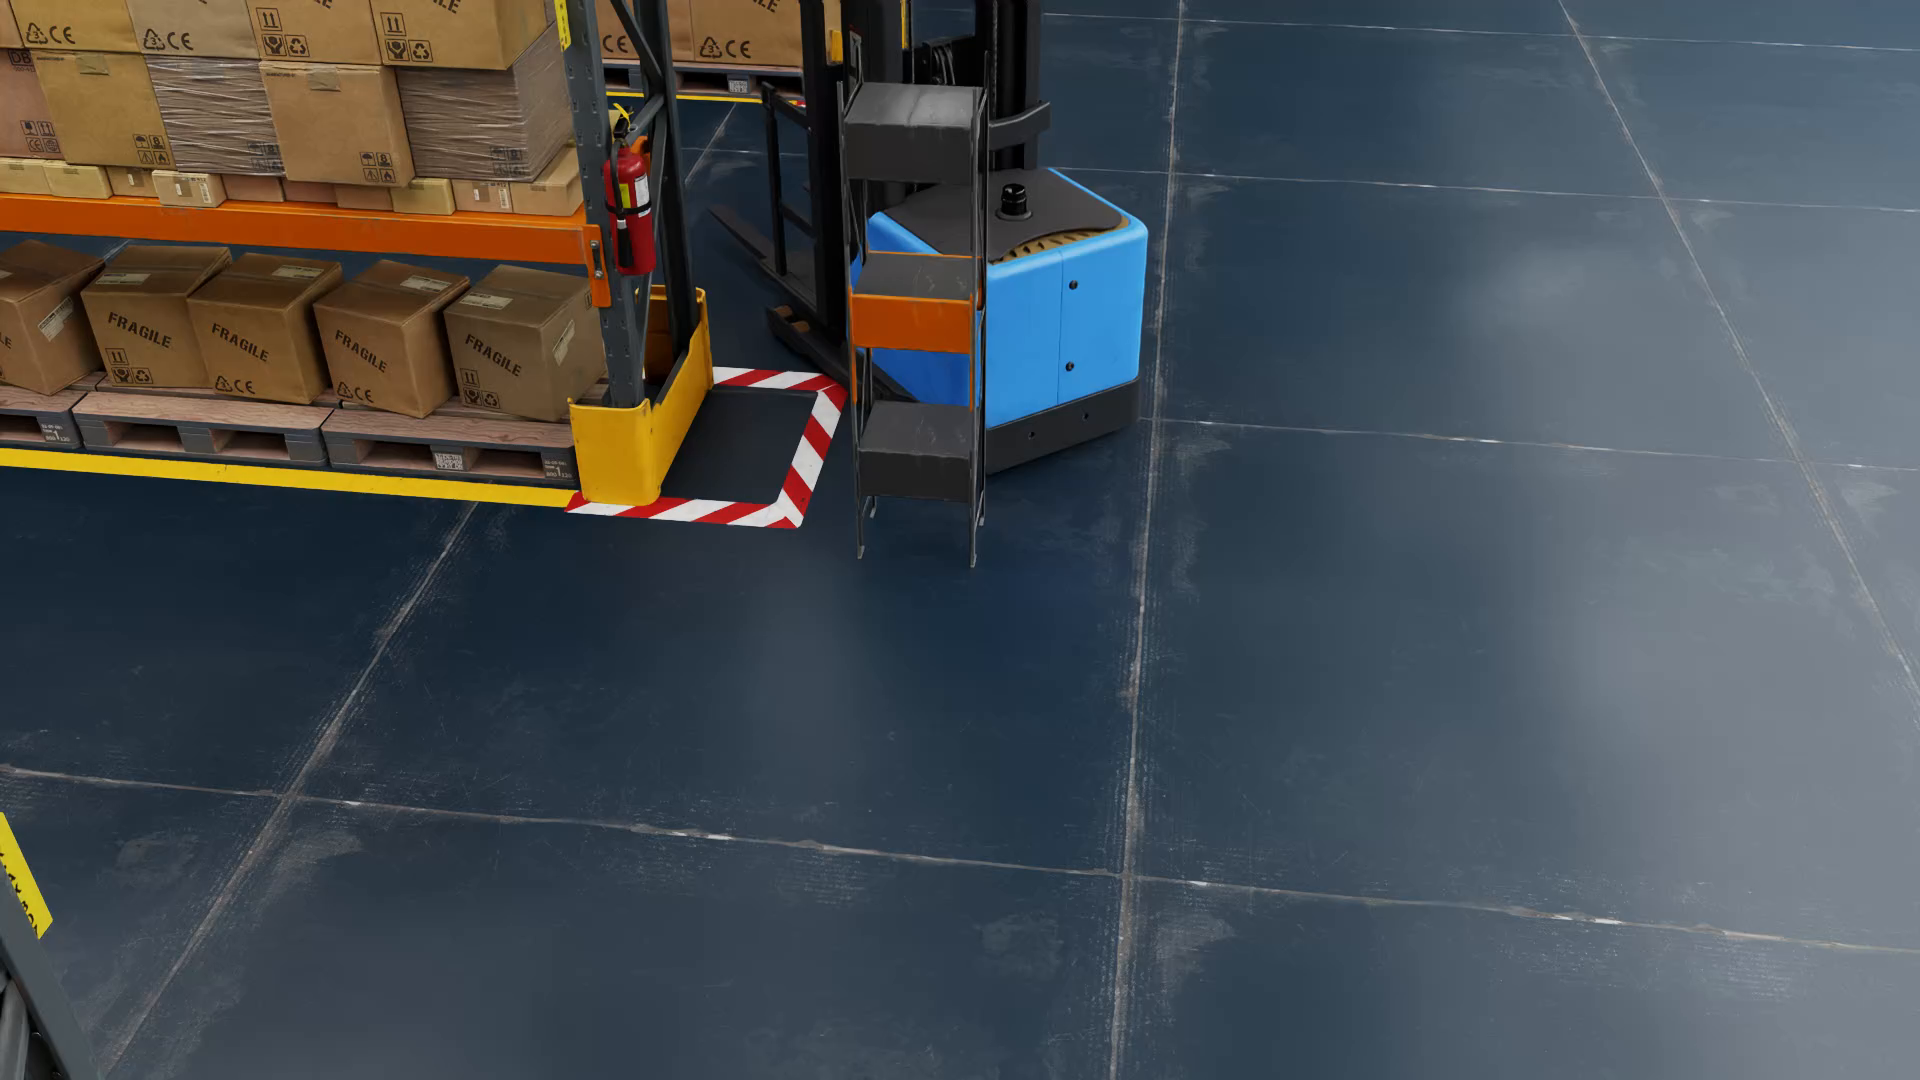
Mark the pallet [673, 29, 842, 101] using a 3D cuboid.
[{"bbox_3d":[-1.468,-3.442,11.891,1.213,0.211,1.003,4,36,6],"label":"pallet"}]

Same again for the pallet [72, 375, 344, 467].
[{"bbox_3d":[-3.481,-0.755,8.126,1.213,0.211,1.003,4,36,6],"label":"pallet"}]

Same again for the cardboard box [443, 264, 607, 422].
[{"bbox_3d":[-2.014,-0.922,7.749,0.500,0.500,0.500,11,37,15],"label":"cardboard box"}]

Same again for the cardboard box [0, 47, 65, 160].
[{"bbox_3d":[-3.926,-2.065,7.219,0.500,0.500,0.875,4,36,6],"label":"cardboard box"}]

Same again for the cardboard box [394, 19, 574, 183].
[{"bbox_3d":[-1.939,-1.930,7.031,0.500,0.500,0.875,4,36,6],"label":"cardboard box"}]

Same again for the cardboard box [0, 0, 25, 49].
[{"bbox_3d":[-3.959,-2.324,6.721,0.500,0.500,0.500,4,36,6],"label":"cardboard box"}]

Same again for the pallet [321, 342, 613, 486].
[{"bbox_3d":[-2.274,-0.663,7.998,1.213,0.211,1.003,4,36,6],"label":"pallet"}]

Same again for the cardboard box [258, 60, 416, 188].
[{"bbox_3d":[-2.450,-1.898,6.986,0.500,0.500,0.875,4,36,6],"label":"cardboard box"}]

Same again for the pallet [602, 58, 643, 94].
[{"bbox_3d":[-2.675,-3.533,12.019,1.213,0.211,1.003,4,36,6],"label":"pallet"}]

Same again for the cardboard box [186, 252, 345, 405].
[{"bbox_3d":[-3.230,-1.003,7.864,0.500,0.500,0.500,7,36,10],"label":"cardboard box"}]

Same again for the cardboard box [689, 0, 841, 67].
[{"bbox_3d":[-1.346,-3.881,11.573,0.875,0.875,0.875,4,36,6],"label":"cardboard box"}]

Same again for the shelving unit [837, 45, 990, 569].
[{"bbox_3d":[-0.164,-0.867,6.657,0.503,2.100,0.431,4,36,6],"label":"shelving unit"}]

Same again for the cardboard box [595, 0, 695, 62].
[{"bbox_3d":[-2.219,-3.945,11.663,0.875,0.875,0.875,4,36,5],"label":"cardboard box"}]

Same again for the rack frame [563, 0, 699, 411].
[{"bbox_3d":[-1.397,-1.712,7.067,0.127,3.000,1.000,4,36,6],"label":"rack frame"}]

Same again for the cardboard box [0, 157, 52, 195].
[{"bbox_3d":[-3.947,-1.638,7.180,0.250,0.149,0.380,4,36,6],"label":"cardboard box"}]

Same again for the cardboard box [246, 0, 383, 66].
[{"bbox_3d":[-2.471,-2.213,6.566,0.500,0.500,0.500,4,36,6],"label":"cardboard box"}]

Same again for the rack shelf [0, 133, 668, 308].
[{"bbox_3d":[-3.381,-1.567,7.483,4.000,0.370,1.077,4,36,6],"label":"rack shelf"}]

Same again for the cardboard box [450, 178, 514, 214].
[{"bbox_3d":[-1.954,-1.531,7.029,0.250,0.149,0.380,4,36,6],"label":"cardboard box"}]

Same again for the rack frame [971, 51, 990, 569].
[{"bbox_3d":[0.078,-0.849,6.632,0.015,2.100,0.400,4,36,6],"label":"rack frame"}]

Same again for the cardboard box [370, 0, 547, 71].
[{"bbox_3d":[-1.974,-2.179,6.519,0.500,0.500,0.500,4,36,6],"label":"cardboard box"}]

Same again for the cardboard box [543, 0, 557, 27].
[{"bbox_3d":[-1.908,-2.479,6.938,0.500,0.500,0.500,4,36,6],"label":"cardboard box"}]

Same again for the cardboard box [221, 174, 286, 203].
[{"bbox_3d":[-2.948,-1.595,7.119,0.250,0.149,0.380,4,36,6],"label":"cardboard box"}]

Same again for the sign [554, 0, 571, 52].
[{"bbox_3d":[-1.488,-1.994,6.193,0.005,0.325,0.100,4,36,6],"label":"sign"}]

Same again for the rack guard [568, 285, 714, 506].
[{"bbox_3d":[-1.473,-0.700,7.801,0.348,0.500,1.175,4,36,6],"label":"rack guard"}]

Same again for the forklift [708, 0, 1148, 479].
[{"bbox_3d":[-0.357,-2.290,7.936,1.130,2.935,3.031,-20,40,-26],"label":"forklift"}]

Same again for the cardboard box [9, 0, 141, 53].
[{"bbox_3d":[-3.461,-2.293,6.678,0.500,0.500,0.500,4,36,6],"label":"cardboard box"}]

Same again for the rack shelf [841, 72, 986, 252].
[{"bbox_3d":[-0.164,-1.426,6.258,0.480,0.518,0.431,4,36,6],"label":"rack shelf"}]

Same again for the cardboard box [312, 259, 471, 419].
[{"bbox_3d":[-2.612,-0.946,7.784,0.500,0.500,0.500,14,38,18],"label":"cardboard box"}]

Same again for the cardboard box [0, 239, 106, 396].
[{"bbox_3d":[-4.404,-1.071,7.959,0.500,0.500,0.500,16,38,21],"label":"cardboard box"}]

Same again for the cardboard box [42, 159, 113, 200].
[{"bbox_3d":[-3.700,-1.613,7.145,0.250,0.149,0.380,4,36,6],"label":"cardboard box"}]

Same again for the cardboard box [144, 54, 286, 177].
[{"bbox_3d":[-2.941,-1.960,7.072,0.500,0.500,0.875,4,36,6],"label":"cardboard box"}]

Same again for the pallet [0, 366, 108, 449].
[{"bbox_3d":[-4.694,-0.844,8.251,1.213,0.211,1.003,4,36,6],"label":"pallet"}]

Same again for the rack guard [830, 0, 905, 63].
[{"bbox_3d":[-0.641,-3.543,11.785,0.348,0.500,1.175,4,36,6],"label":"rack guard"}]

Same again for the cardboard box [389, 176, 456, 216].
[{"bbox_3d":[-2.209,-1.520,7.014,0.250,0.149,0.380,4,36,6],"label":"cardboard box"}]

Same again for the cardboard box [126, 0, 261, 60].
[{"bbox_3d":[-2.967,-2.251,6.620,0.500,0.500,0.500,4,36,6],"label":"cardboard box"}]

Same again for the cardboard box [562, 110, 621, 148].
[{"bbox_3d":[-1.650,-1.768,7.362,0.250,0.149,0.380,4,36,6],"label":"cardboard box"}]

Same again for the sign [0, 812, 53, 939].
[{"bbox_3d":[-1.954,0.712,3.432,0.005,0.325,0.100,4,36,6],"label":"sign"}]

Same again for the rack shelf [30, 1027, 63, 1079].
[{"bbox_3d":[-4.012,1.286,3.485,4.000,0.370,1.077,4,36,6],"label":"rack shelf"}]

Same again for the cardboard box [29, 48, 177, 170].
[{"bbox_3d":[-3.435,-2.004,7.134,0.500,0.500,0.875,4,36,6],"label":"cardboard box"}]

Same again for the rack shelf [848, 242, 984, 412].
[{"bbox_3d":[-0.164,-0.856,6.665,0.480,0.518,0.431,4,36,6],"label":"rack shelf"}]

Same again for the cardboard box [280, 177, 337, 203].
[{"bbox_3d":[-2.697,-1.590,7.111,0.250,0.149,0.380,4,36,6],"label":"cardboard box"}]

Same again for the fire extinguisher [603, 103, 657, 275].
[{"bbox_3d":[-1.342,-1.407,6.706,0.183,0.674,0.296,4,36,6],"label":"fire extinguisher"}]

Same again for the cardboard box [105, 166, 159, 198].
[{"bbox_3d":[-3.446,-1.621,7.156,0.250,0.149,0.380,4,36,6],"label":"cardboard box"}]

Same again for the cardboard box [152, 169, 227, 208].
[{"bbox_3d":[-3.207,-1.563,7.074,0.250,0.149,0.380,4,36,6],"label":"cardboard box"}]

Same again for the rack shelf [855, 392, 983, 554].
[{"bbox_3d":[-0.164,-0.286,7.072,0.480,0.518,0.431,4,36,6],"label":"rack shelf"}]

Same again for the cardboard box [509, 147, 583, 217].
[{"bbox_3d":[-1.706,-1.512,7.003,0.250,0.149,0.380,4,36,6],"label":"cardboard box"}]

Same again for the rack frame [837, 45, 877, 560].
[{"bbox_3d":[-0.406,-0.885,6.683,0.015,2.100,0.400,4,36,6],"label":"rack frame"}]

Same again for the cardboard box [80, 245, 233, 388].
[{"bbox_3d":[-3.778,-1.070,7.958,0.500,0.500,0.500,1,36,2],"label":"cardboard box"}]

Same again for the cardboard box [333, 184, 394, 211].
[{"bbox_3d":[-2.455,-1.547,7.052,0.250,0.149,0.380,4,36,6],"label":"cardboard box"}]
